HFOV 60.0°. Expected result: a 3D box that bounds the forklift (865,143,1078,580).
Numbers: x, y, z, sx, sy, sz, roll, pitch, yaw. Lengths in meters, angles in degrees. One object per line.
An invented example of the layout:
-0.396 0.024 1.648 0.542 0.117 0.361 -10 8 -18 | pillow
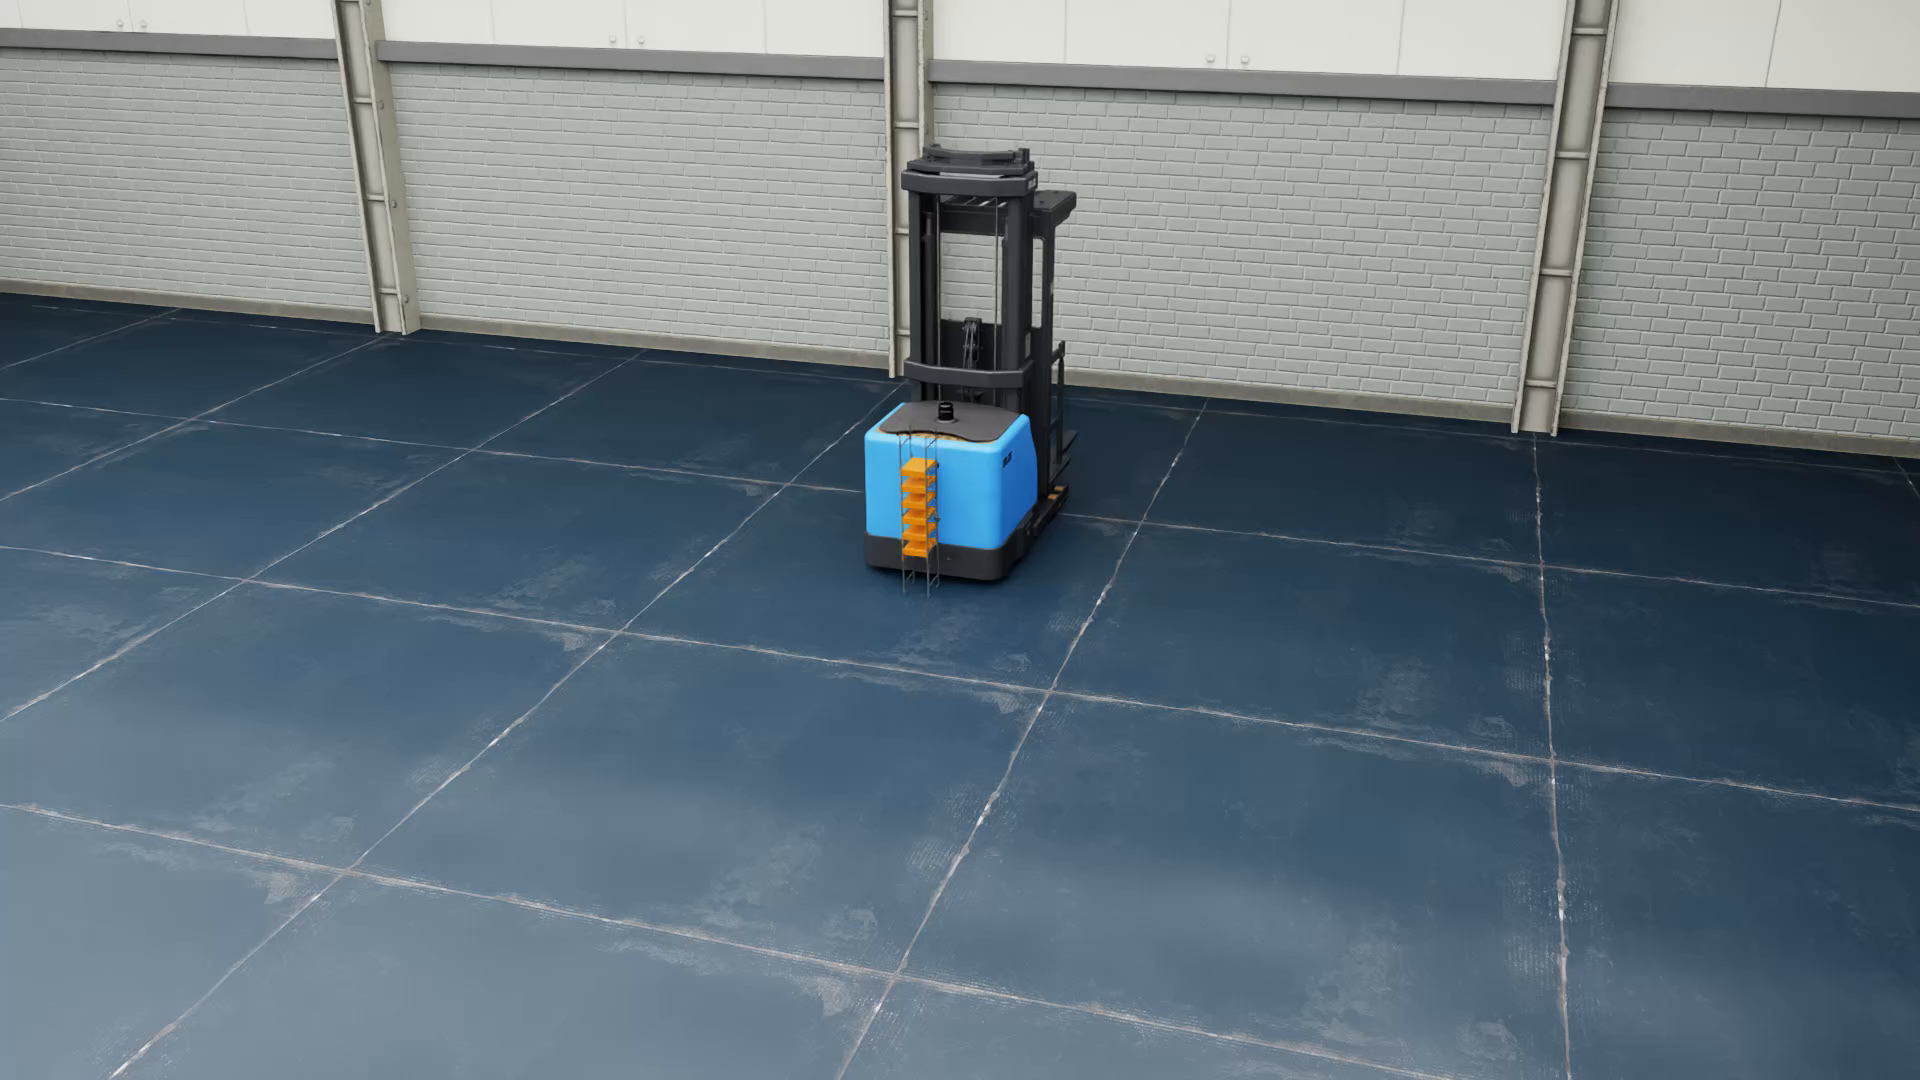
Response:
0.242 -1.598 12.802 1.130 2.935 3.031 7 23 16 | forklift

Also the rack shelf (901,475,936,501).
-0.285 -0.373 11.572 0.180 0.103 0.258 7 25 16 | rack shelf

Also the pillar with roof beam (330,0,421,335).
-7.470 -4.931 12.933 0.400 9.000 9.100 7 23 16 | pillar with roof beam

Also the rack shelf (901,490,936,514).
-0.284 -0.264 11.621 0.180 0.103 0.258 7 25 16 | rack shelf

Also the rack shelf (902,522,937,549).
-0.281 -0.045 11.719 0.180 0.103 0.258 7 25 16 | rack shelf

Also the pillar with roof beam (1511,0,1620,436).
4.019 -3.615 9.726 0.400 9.000 9.100 7 23 16 | pillar with roof beam

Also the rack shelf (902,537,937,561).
-0.280 0.065 11.768 0.180 0.103 0.258 7 25 16 | rack shelf

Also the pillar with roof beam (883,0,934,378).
-1.726 -4.273 11.330 0.400 9.000 9.100 7 23 16 | pillar with roof beam

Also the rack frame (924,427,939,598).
-0.196 -0.184 11.626 0.006 1.200 0.240 7 25 16 | rack frame

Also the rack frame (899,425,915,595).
-0.370 -0.205 11.678 0.006 1.200 0.240 7 25 16 | rack frame

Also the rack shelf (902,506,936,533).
-0.283 -0.154 11.670 0.180 0.103 0.258 7 25 16 | rack shelf

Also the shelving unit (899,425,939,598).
-0.283 -0.195 11.652 0.189 1.200 0.258 7 25 16 | shelving unit

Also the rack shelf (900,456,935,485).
-0.287 -0.483 11.523 0.180 0.103 0.258 7 25 16 | rack shelf
